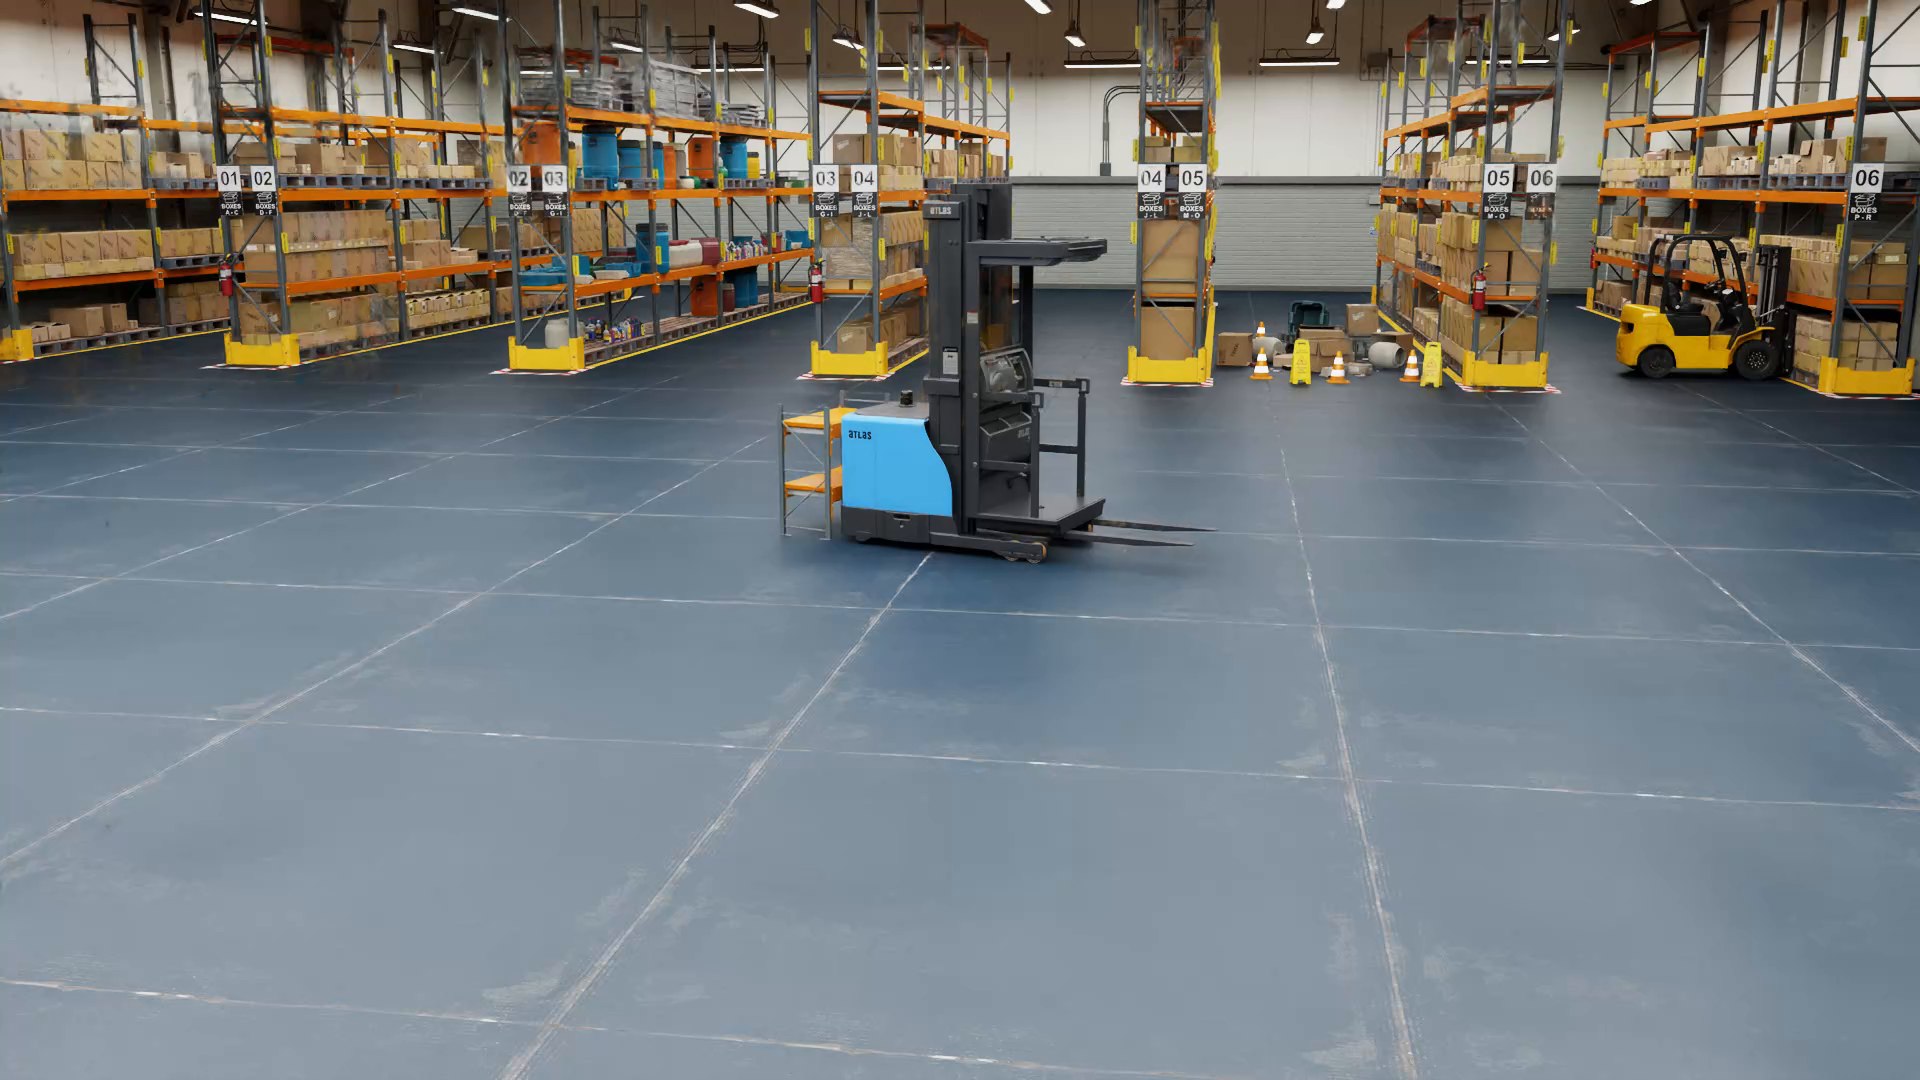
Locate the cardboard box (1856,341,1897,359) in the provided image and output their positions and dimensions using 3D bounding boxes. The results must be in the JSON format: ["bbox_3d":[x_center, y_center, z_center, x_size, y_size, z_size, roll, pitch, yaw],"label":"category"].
[{"bbox_3d":[13.230,-2.784,24.136,0.500,0.250,0.500,2,12,10],"label":"cardboard box"}]

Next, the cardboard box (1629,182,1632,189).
[{"bbox_3d":[14.694,-7.671,35.944,0.380,0.149,0.250,2,12,8],"label":"cardboard box"}]

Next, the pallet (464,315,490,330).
[{"bbox_3d":[-10.468,-4.523,34.478,1.003,0.211,1.213,2,12,9],"label":"pallet"}]

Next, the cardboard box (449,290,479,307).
[{"bbox_3d":[-10.213,-4.966,34.114,0.500,0.311,0.500,2,12,8],"label":"cardboard box"}]

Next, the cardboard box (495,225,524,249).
[{"bbox_3d":[-9.988,-6.629,36.399,0.700,0.500,0.500,4,13,19],"label":"cardboard box"}]

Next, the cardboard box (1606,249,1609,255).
[{"bbox_3d":[14.992,-6.575,37.979,0.380,0.149,0.250,2,12,10],"label":"cardboard box"}]

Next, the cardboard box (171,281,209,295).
[{"bbox_3d":[-15.576,-5.097,33.631,0.500,0.250,0.500,2,12,7],"label":"cardboard box"}]

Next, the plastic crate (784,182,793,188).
[{"bbox_3d":[-4.251,-8.459,39.631,0.437,0.136,0.530,2,12,9],"label":"plastic crate"}]

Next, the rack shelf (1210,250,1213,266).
[{"bbox_3d":[5.293,-6.450,38.509,1.077,0.370,4.000,2,12,9],"label":"rack shelf"}]

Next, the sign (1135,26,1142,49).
[{"bbox_3d":[2.606,-7.336,24.266,0.100,0.325,0.005,2,12,9],"label":"sign"}]

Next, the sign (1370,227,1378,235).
[{"bbox_3d":[11.314,-8.399,45.206,0.327,0.218,0.001,2,12,9],"label":"sign"}]

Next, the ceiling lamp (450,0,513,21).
[{"bbox_3d":[-8.269,-10.893,29.323,0.800,3.185,2.000,2,12,9],"label":"ceiling lamp"}]

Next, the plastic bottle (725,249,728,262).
[{"bbox_3d":[-4.927,-5.984,34.917,0.061,0.283,0.133,2,12,9],"label":"plastic bottle"}]

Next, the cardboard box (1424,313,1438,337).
[{"bbox_3d":[8.953,-3.905,30.233,0.950,0.372,0.625,2,12,11],"label":"cardboard box"}]

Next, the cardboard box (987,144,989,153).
[{"bbox_3d":[0.395,-9.115,38.798,0.500,0.250,0.500,1,12,7],"label":"cardboard box"}]

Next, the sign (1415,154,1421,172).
[{"bbox_3d":[8.730,-7.190,31.703,0.100,0.325,0.005,2,12,9],"label":"sign"}]

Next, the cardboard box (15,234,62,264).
[{"bbox_3d":[-15.972,-5.045,28.814,0.500,0.500,0.500,2,12,9],"label":"cardboard box"}]

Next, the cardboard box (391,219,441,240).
[{"bbox_3d":[-14.036,-7.921,42.916,0.980,0.700,0.700,2,12,11],"label":"cardboard box"}]

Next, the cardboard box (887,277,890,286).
[{"bbox_3d":[-1.337,-4.153,26.741,0.380,0.149,0.250,2,12,9],"label":"cardboard box"}]

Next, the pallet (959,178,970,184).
[{"bbox_3d":[-0.468,-7.244,33.814,1.213,0.211,1.003,2,12,11],"label":"pallet"}]

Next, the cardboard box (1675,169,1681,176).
[{"bbox_3d":[14.223,-7.189,32.523,0.380,0.149,0.250,2,12,10],"label":"cardboard box"}]

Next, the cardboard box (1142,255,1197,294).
[{"bbox_3d":[3.153,-4.039,25.259,0.875,0.550,0.550,2,12,9],"label":"cardboard box"}]

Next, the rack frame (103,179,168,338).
[{"bbox_3d":[-15.813,-5.383,31.851,1.000,3.000,0.127,2,12,9],"label":"rack frame"}]

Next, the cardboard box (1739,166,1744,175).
[{"bbox_3d":[13.436,-6.257,28.148,0.380,0.149,0.250,2,12,9],"label":"cardboard box"}]

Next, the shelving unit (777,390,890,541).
[{"bbox_3d":[-1.076,-0.666,14.413,0.538,1.125,1.048,6,14,26],"label":"shelving unit"}]

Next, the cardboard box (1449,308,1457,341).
[{"bbox_3d":[8.152,-3.474,26.745,0.500,0.500,0.500,3,12,12],"label":"cardboard box"}]

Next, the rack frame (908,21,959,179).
[{"bbox_3d":[-0.515,-8.667,32.848,1.000,3.000,0.127,2,12,9],"label":"rack frame"}]

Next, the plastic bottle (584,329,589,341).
[{"bbox_3d":[-6.555,-3.593,29.144,0.097,0.201,0.097,0,12,0],"label":"plastic bottle"}]

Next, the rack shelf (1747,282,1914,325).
[{"bbox_3d":[13.260,-3.652,25.528,1.077,0.370,4.000,2,12,9],"label":"rack shelf"}]

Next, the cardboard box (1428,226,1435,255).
[{"bbox_3d":[8.747,-5.403,30.004,0.500,0.500,0.500,1,12,7],"label":"cardboard box"}]

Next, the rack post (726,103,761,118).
[{"bbox_3d":[-4.954,-9.449,36.656,0.937,0.300,0.954,2,12,8],"label":"rack post"}]

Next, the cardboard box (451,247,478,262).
[{"bbox_3d":[-10.402,-5.938,34.638,0.500,0.311,0.500,3,12,12],"label":"cardboard box"}]

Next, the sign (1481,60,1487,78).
[{"bbox_3d":[9.815,-8.825,31.180,0.100,0.325,0.005,2,12,9],"label":"sign"}]

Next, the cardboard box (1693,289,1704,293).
[{"bbox_3d":[14.723,-4.870,32.869,0.380,0.149,0.250,2,12,7],"label":"cardboard box"}]

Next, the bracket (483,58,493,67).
[{"bbox_3d":[-13.628,-13.731,47.806,0.235,0.232,0.430,2,12,9],"label":"bracket"}]

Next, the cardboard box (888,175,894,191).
[{"bbox_3d":[-1.342,-5.661,26.379,0.500,0.250,0.500,2,12,7],"label":"cardboard box"}]

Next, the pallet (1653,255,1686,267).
[{"bbox_3d":[14.477,-5.564,33.147,1.003,0.211,1.213,2,12,9],"label":"pallet"}]

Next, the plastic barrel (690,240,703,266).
[{"bbox_3d":[-5.356,-5.728,33.188,0.421,0.512,0.421,0,12,0],"label":"plastic barrel"}]

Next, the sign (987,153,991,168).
[{"bbox_3d":[0.638,-8.424,36.868,0.100,0.325,0.005,2,12,9],"label":"sign"}]

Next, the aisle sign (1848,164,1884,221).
[{"bbox_3d":[12.652,-4.854,23.227,0.394,0.787,0.004,2,12,9],"label":"aisle sign"}]

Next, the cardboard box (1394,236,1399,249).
[{"bbox_3d":[9.546,-6.334,35.435,0.500,0.250,0.500,2,12,7],"label":"cardboard box"}]

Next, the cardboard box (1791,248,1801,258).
[{"bbox_3d":[13.001,-4.407,25.546,0.380,0.149,0.250,2,12,7],"label":"cardboard box"}]

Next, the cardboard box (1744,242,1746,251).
[{"bbox_3d":[13.512,-4.968,28.149,0.380,0.149,0.250,2,12,9],"label":"cardboard box"}]

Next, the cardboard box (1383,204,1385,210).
[{"bbox_3d":[10.056,-7.761,38.735,0.380,0.149,0.250,2,12,10],"label":"cardboard box"}]

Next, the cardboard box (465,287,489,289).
[{"bbox_3d":[-10.391,-5.251,36.129,0.500,0.500,0.500,2,12,11],"label":"cardboard box"}]

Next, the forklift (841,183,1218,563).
[{"bbox_3d":[0.562,-1.376,13.423,3.031,2.935,1.130,6,13,25],"label":"forklift"}]

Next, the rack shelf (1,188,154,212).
[{"bbox_3d":[-16.121,-6.081,29.679,1.077,0.370,4.000,2,12,9],"label":"rack shelf"}]

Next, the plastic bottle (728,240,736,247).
[{"bbox_3d":[-5.174,-6.632,37.764,0.144,0.351,0.185,2,12,9],"label":"plastic bottle"}]

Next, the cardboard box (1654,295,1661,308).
[{"bbox_3d":[14.262,-4.653,33.400,0.500,0.500,0.500,1,12,7],"label":"cardboard box"}]

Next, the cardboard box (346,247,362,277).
[{"bbox_3d":[-11.136,-4.965,29.675,0.700,0.500,0.500,2,12,9],"label":"cardboard box"}]
